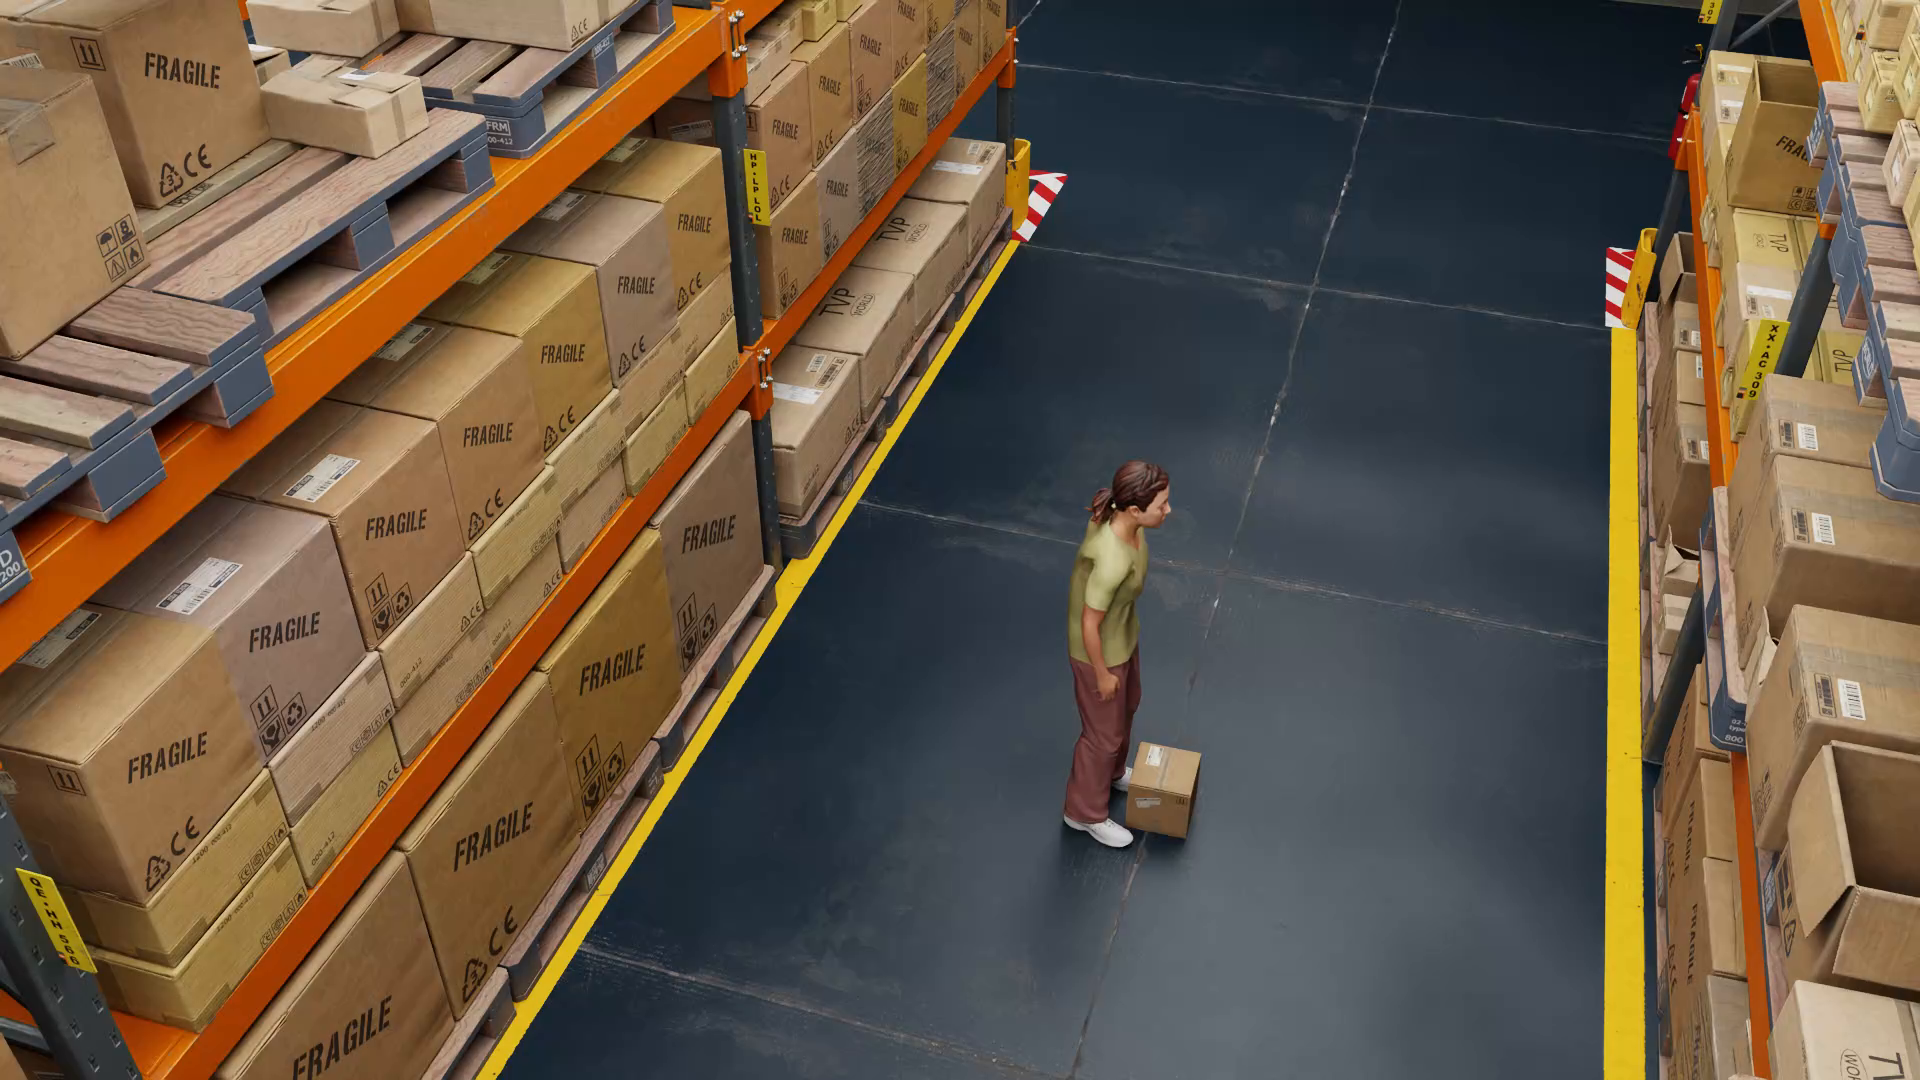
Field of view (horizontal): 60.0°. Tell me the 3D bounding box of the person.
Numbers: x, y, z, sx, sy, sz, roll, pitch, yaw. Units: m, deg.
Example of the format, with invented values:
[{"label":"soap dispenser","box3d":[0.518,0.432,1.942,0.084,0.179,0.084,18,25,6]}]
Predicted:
[{"label":"person","box3d":[0.592,0.404,6.359,0.364,1.673,0.512,10,38,12]}]
